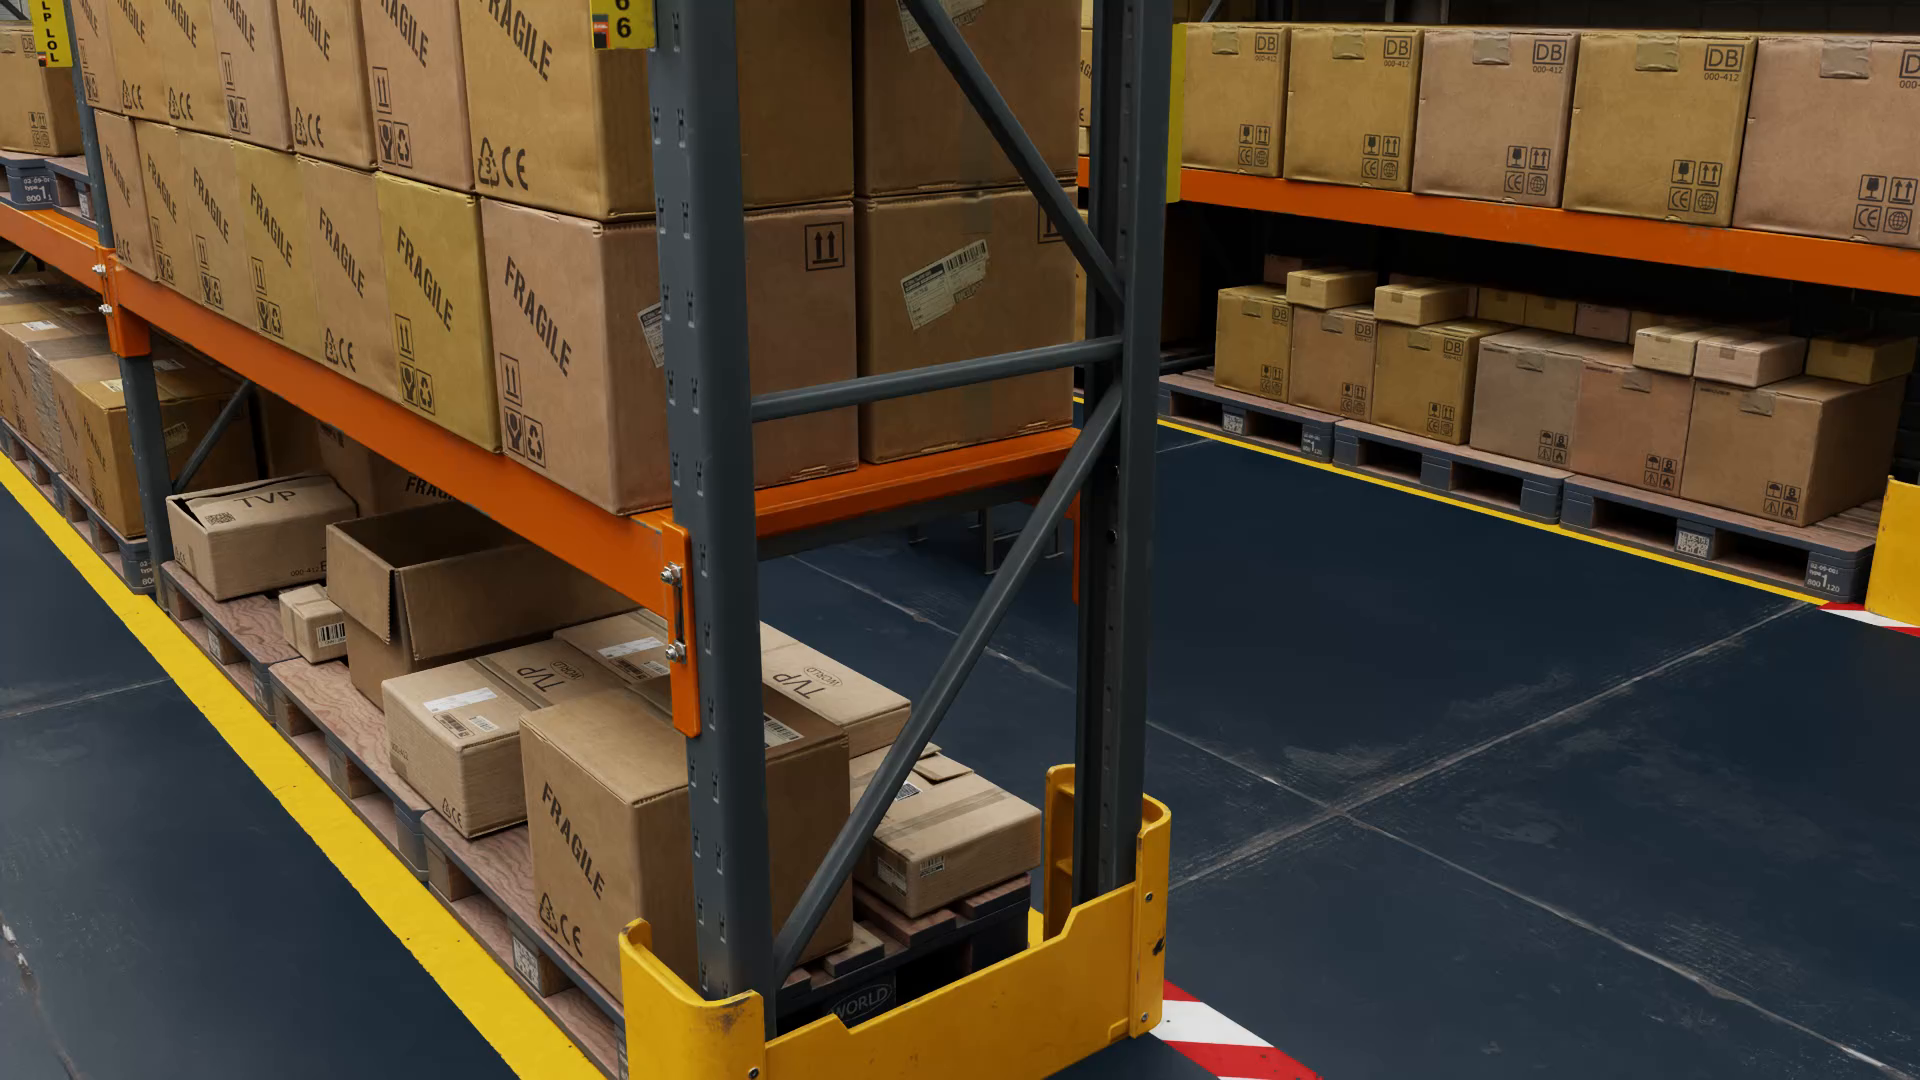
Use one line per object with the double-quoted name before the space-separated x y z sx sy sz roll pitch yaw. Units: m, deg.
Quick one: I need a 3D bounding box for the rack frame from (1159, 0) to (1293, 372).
"rack frame" 1.353 -2.231 8.830 1.000 3.000 0.127 -14 23 -36

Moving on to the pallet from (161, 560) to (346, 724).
"pallet" -2.102 0.230 5.834 1.003 0.211 1.213 -14 23 -36

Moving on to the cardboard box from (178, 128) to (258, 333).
"cardboard box" -1.795 -0.883 4.599 0.500 0.500 0.500 -14 23 -36

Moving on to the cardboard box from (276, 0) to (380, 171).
"cardboard box" -1.176 -1.107 3.685 0.500 0.500 0.500 -13 22 -35

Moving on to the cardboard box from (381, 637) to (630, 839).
"cardboard box" -1.141 0.493 4.277 0.500 0.250 0.500 -14 23 -36

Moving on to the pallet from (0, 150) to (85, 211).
"pallet" -3.800 -1.680 7.469 1.003 0.211 1.213 -14 23 -36

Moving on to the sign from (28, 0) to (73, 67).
"sign" -2.960 -1.704 5.395 0.100 0.325 0.005 -14 23 -36

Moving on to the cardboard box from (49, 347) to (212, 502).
"cardboard box" -3.359 -0.475 6.802 0.500 0.500 0.500 -14 23 -36

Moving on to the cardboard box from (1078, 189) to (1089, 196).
"cardboard box" 0.294 -1.764 10.168 0.750 0.750 0.750 -13 22 -34

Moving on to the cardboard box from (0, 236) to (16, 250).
"cardboard box" -5.857 -1.617 9.789 0.500 0.311 0.500 -14 23 -37

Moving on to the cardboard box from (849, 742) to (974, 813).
"cardboard box" -0.190 0.626 4.007 0.380 0.166 0.250 -14 23 -36

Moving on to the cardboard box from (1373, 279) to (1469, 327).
"cardboard box" 2.131 -1.099 7.687 0.380 0.149 0.250 -15 23 -38

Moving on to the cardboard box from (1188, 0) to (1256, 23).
"cardboard box" 1.272 -2.950 9.142 0.500 0.250 0.500 -13 22 -34

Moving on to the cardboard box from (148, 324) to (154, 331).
"cardboard box" -3.595 -0.831 7.878 0.500 0.500 0.500 -15 24 -38

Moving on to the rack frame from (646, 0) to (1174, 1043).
"rack frame" -0.044 -0.278 2.930 1.000 3.000 0.127 -14 23 -36

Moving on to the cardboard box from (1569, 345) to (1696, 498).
"cardboard box" 3.013 -0.535 7.014 0.700 0.500 0.500 -14 23 -36

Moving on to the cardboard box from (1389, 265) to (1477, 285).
"cardboard box" 2.296 -1.228 8.076 0.380 0.149 0.250 -15 23 -38

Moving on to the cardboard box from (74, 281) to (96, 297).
"cardboard box" -4.246 -1.087 8.650 0.500 0.500 0.500 -13 22 -34

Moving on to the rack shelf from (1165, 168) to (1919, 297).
"rack shelf" 2.595 -1.397 7.454 1.077 0.370 4.000 -14 23 -36

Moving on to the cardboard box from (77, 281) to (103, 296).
"cardboard box" -4.208 -1.430 8.492 0.500 0.250 0.500 -13 22 -34

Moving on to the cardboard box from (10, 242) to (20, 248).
"cardboard box" -5.439 -1.724 10.110 0.500 0.311 0.500 -15 23 -37

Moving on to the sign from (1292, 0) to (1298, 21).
"sign" 1.787 -2.789 9.009 0.100 0.325 0.005 -14 23 -36

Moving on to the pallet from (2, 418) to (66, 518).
"pallet" -3.824 -0.434 7.837 1.003 0.211 1.213 -14 23 -36

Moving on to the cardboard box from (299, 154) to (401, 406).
"cardboard box" -1.166 -0.634 3.846 0.500 0.500 0.500 -14 23 -36

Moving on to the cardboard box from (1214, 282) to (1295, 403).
"cardboard box" 1.737 -1.040 8.540 0.700 0.500 0.500 -14 23 -35

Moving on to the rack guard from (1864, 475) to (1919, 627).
"rack guard" 3.852 -0.053 6.228 1.175 0.500 0.348 -14 23 -36

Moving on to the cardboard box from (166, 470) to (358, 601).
"cardboard box" -2.437 -0.050 5.821 0.500 0.311 0.500 -14 23 -36

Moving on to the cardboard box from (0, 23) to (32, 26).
"cardboard box" -4.114 -2.100 7.607 0.700 0.500 0.500 -9 20 -26

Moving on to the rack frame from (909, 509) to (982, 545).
"rack frame" -0.049 -1.016 6.591 0.400 2.100 0.015 -14 23 -36

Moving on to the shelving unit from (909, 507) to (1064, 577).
"shelving unit" 0.103 -0.956 6.409 0.431 2.100 0.503 -14 23 -36

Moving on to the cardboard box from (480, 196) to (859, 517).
"cardboard box" -0.535 -0.383 3.087 0.500 0.500 0.500 -13 22 -34

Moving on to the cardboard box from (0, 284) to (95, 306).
"cardboard box" -4.623 -0.976 8.314 0.500 0.500 0.500 -15 24 -38

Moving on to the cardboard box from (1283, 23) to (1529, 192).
"cardboard box" 2.126 -2.056 7.823 0.980 0.700 0.700 -15 23 -37

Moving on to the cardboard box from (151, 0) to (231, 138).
"cardboard box" -1.816 -1.361 4.451 0.500 0.500 0.500 -15 23 -38

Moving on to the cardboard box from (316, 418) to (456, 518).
"cardboard box" -1.951 -0.201 5.974 0.500 0.500 0.500 -14 23 -36

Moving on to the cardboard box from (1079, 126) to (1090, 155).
"cardboard box" 0.746 -2.207 9.124 0.380 0.149 0.250 -13 23 -35

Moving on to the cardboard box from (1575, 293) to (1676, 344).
"cardboard box" 2.929 -0.977 7.317 0.380 0.149 0.250 -14 23 -35

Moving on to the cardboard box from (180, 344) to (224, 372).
"cardboard box" -2.977 -0.582 7.125 0.500 0.500 0.500 -14 23 -35

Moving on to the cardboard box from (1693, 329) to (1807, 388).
"cardboard box" 3.101 -0.715 6.528 0.380 0.149 0.250 -14 23 -37

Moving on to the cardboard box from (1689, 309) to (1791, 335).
"cardboard box" 3.243 -0.852 6.941 0.380 0.149 0.250 -14 23 -36

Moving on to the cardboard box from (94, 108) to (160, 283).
"cardboard box" -2.425 -1.132 5.351 0.500 0.500 0.500 -13 22 -35

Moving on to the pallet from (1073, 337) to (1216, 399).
"pallet" 0.815 -1.083 9.798 1.003 0.211 1.213 -14 23 -36

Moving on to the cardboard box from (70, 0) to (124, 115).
"cardboard box" -2.456 -1.615 5.218 0.500 0.500 0.500 -13 22 -35

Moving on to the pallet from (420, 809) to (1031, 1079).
"pallet" -0.587 0.831 4.018 1.003 0.211 1.213 -14 23 -36

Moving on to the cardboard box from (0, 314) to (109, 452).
"cardboard box" -3.988 -0.724 7.552 0.500 0.500 0.500 -15 23 -38

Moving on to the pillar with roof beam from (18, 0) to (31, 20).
"pillar with roof beam" -23.261 -13.106 32.128 9.100 9.000 0.400 -14 23 -36

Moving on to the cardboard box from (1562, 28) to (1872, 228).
"cardboard box" 3.052 -1.689 6.714 0.980 0.700 0.700 -14 23 -37

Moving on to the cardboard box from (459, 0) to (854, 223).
"cardboard box" -0.536 -0.856 2.927 0.500 0.500 0.500 -14 23 -37

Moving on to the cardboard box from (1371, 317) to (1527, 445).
"cardboard box" 2.363 -0.789 7.780 0.700 0.500 0.500 -13 23 -35

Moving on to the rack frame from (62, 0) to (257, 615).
"rack frame" -2.528 -1.264 5.907 1.000 3.000 0.127 -14 23 -36

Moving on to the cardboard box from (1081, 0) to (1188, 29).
"cardboard box" 0.863 -2.851 8.843 0.500 0.250 0.500 -13 23 -35

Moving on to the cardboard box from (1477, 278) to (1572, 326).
"cardboard box" 2.613 -1.102 7.696 0.380 0.149 0.250 -14 23 -37

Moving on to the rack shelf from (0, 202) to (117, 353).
"rack shelf" -3.769 -1.415 7.508 1.077 0.370 4.000 -14 23 -36

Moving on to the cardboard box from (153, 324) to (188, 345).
"cardboard box" -3.258 -1.055 7.361 0.500 0.250 0.500 -14 23 -36

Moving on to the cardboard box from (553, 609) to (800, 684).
"cardboard box" -0.780 0.383 4.609 0.500 0.250 0.500 -14 23 -36

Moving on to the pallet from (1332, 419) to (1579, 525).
"pallet" 2.526 -0.404 7.747 1.003 0.211 1.213 -14 23 -36
